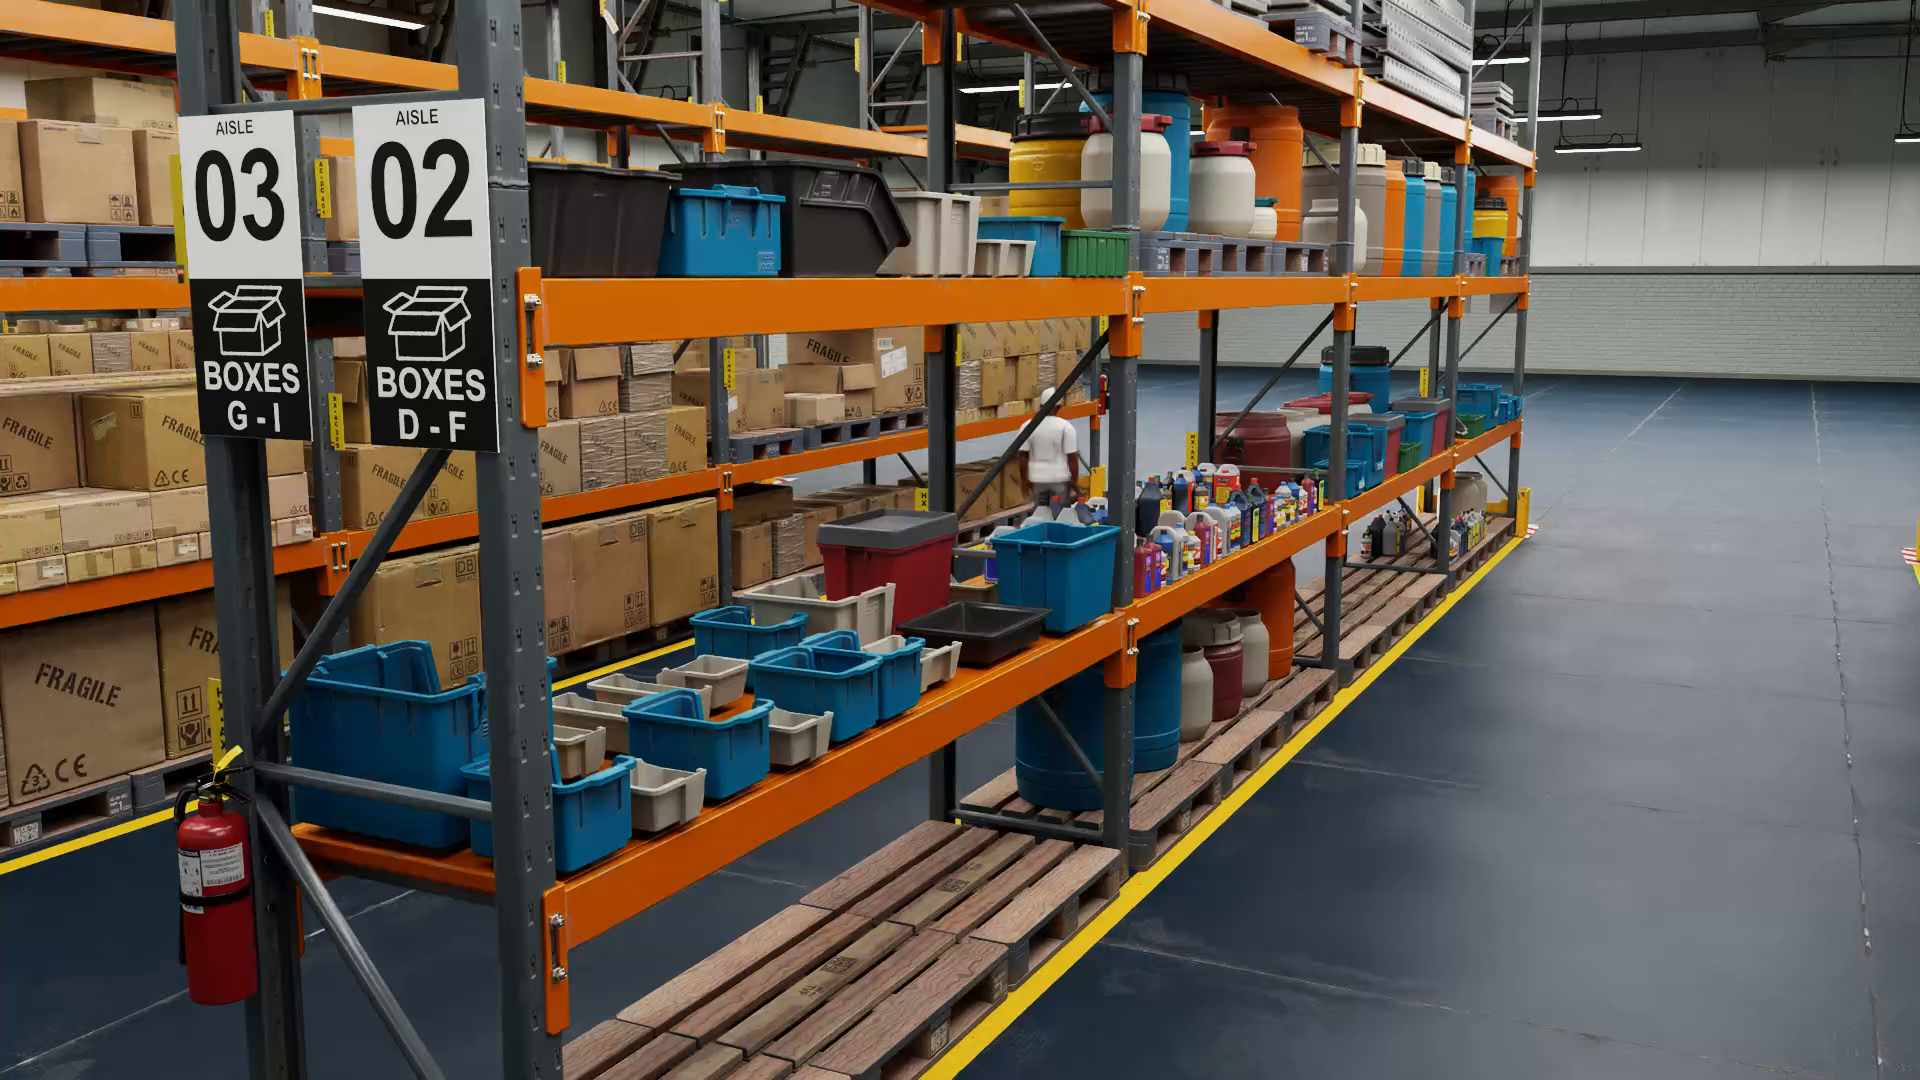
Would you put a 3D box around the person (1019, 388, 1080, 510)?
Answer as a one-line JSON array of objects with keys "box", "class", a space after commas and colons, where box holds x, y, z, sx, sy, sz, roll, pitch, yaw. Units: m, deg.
[{"box": [0.846, -0.555, 15.635, 0.572, 1.756, 0.489, 4, 10, 24], "class": "person"}]
